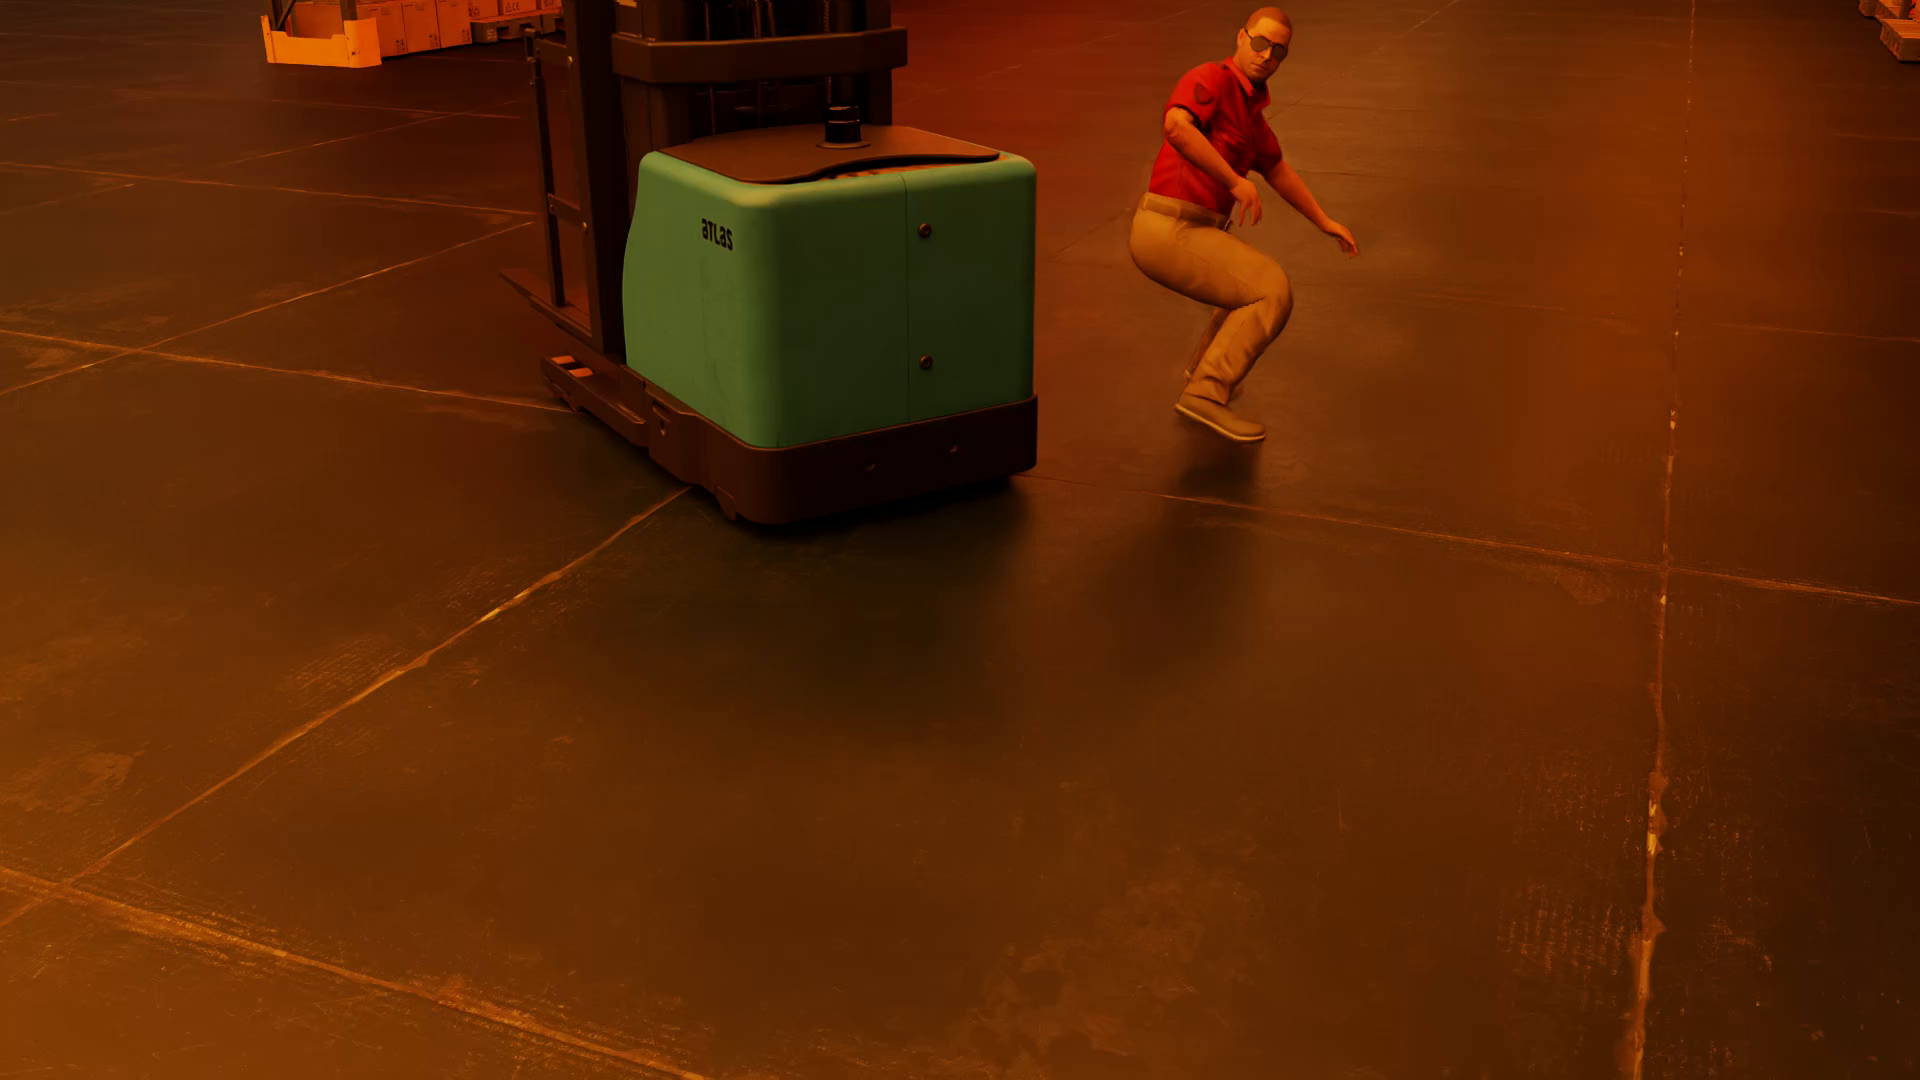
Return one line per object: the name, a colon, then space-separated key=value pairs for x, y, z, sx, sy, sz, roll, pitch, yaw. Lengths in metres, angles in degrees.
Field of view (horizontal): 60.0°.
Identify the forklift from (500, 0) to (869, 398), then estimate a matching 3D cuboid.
forklift: x=-0.998 y=-1.911 z=5.948 sx=1.101 sy=2.867 sz=2.884 roll=-14 pitch=26 yaw=-29
